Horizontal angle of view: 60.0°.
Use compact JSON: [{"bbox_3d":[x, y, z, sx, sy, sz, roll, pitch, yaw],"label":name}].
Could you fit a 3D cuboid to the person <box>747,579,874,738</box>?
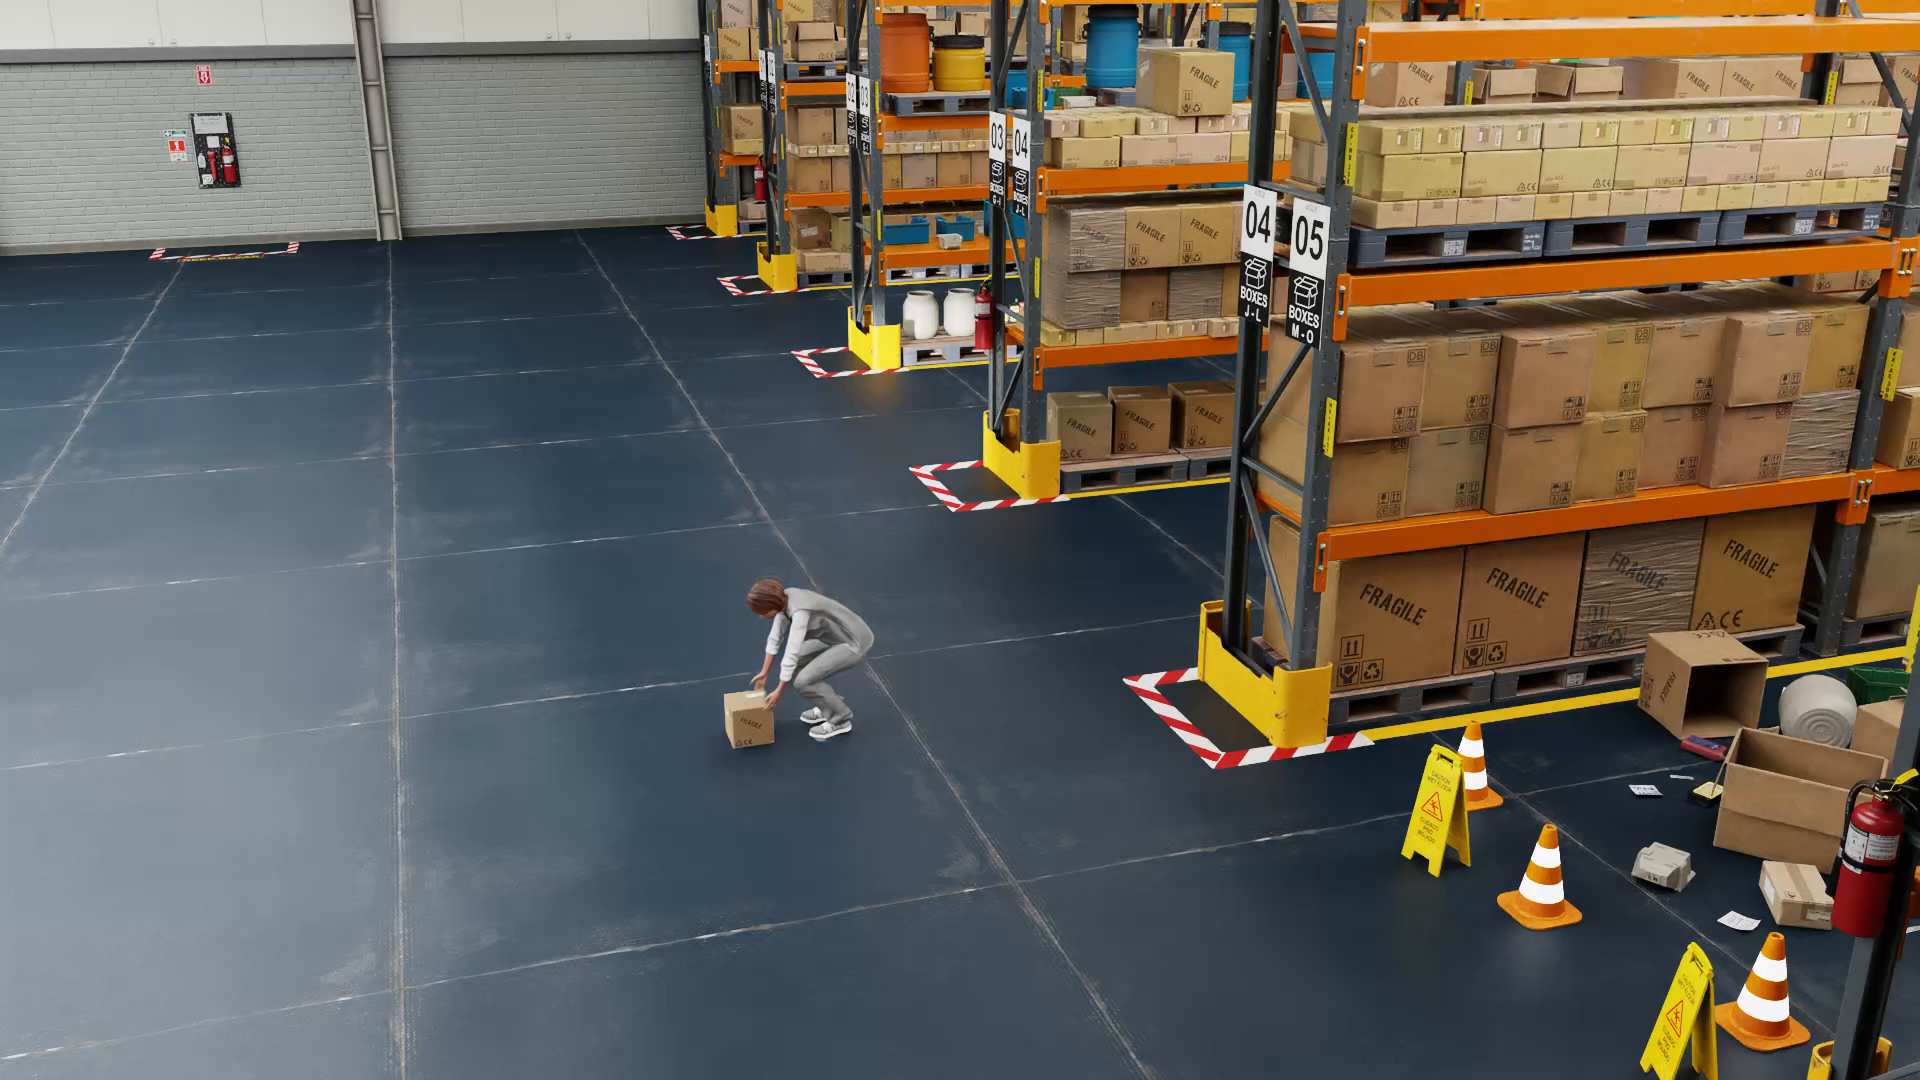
[{"bbox_3d":[-0.889,0.692,10.016,0.769,1.010,0.456,-6,20,-17],"label":"person"}]
